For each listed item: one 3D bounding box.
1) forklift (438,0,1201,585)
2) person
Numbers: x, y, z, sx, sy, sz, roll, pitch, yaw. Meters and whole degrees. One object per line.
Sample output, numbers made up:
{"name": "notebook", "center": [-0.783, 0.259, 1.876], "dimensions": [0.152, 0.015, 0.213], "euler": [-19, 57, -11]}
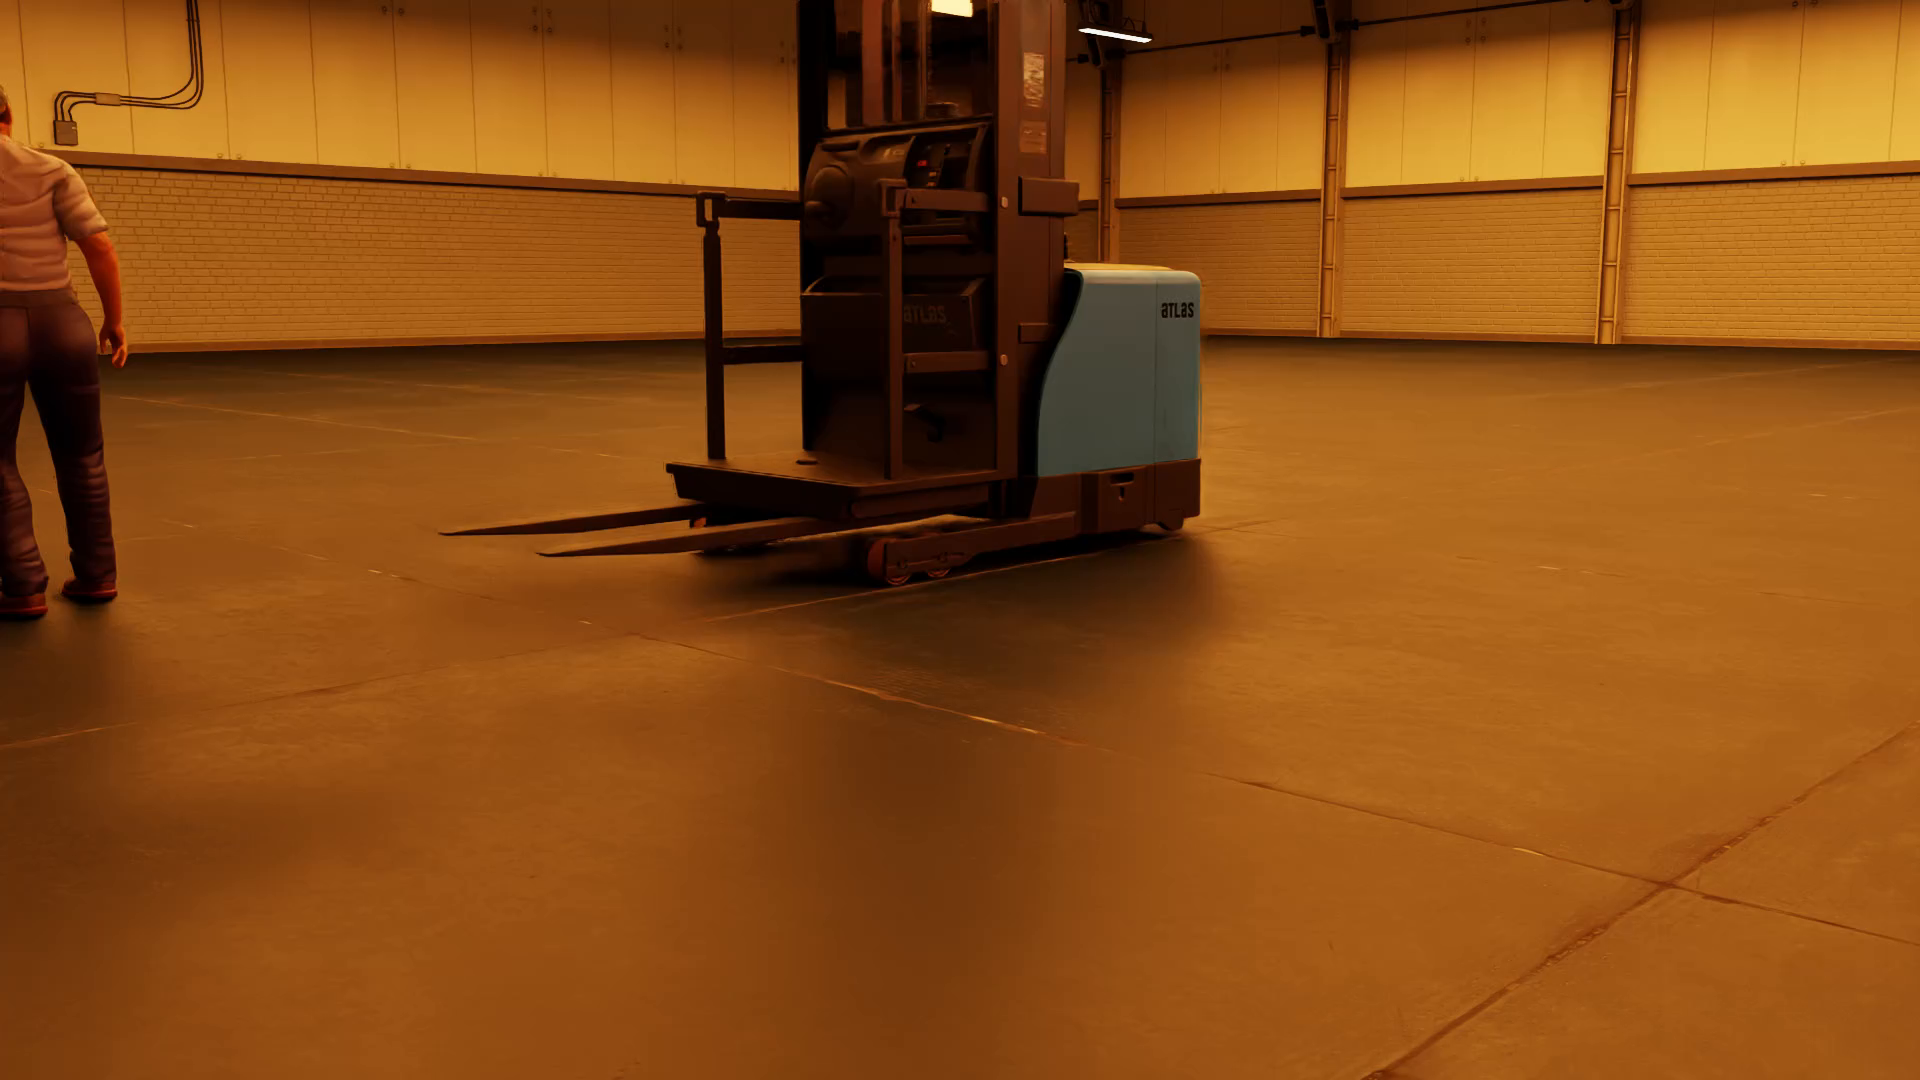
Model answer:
{"name": "forklift", "center": [-0.394, -1.380, 6.036], "dimensions": [1.130, 2.935, 3.031], "euler": [8, 12, 44]}
{"name": "person", "center": [-2.943, -0.599, 5.162], "dimensions": [0.632, 1.652, 0.492], "euler": [-8, 11, -42]}
